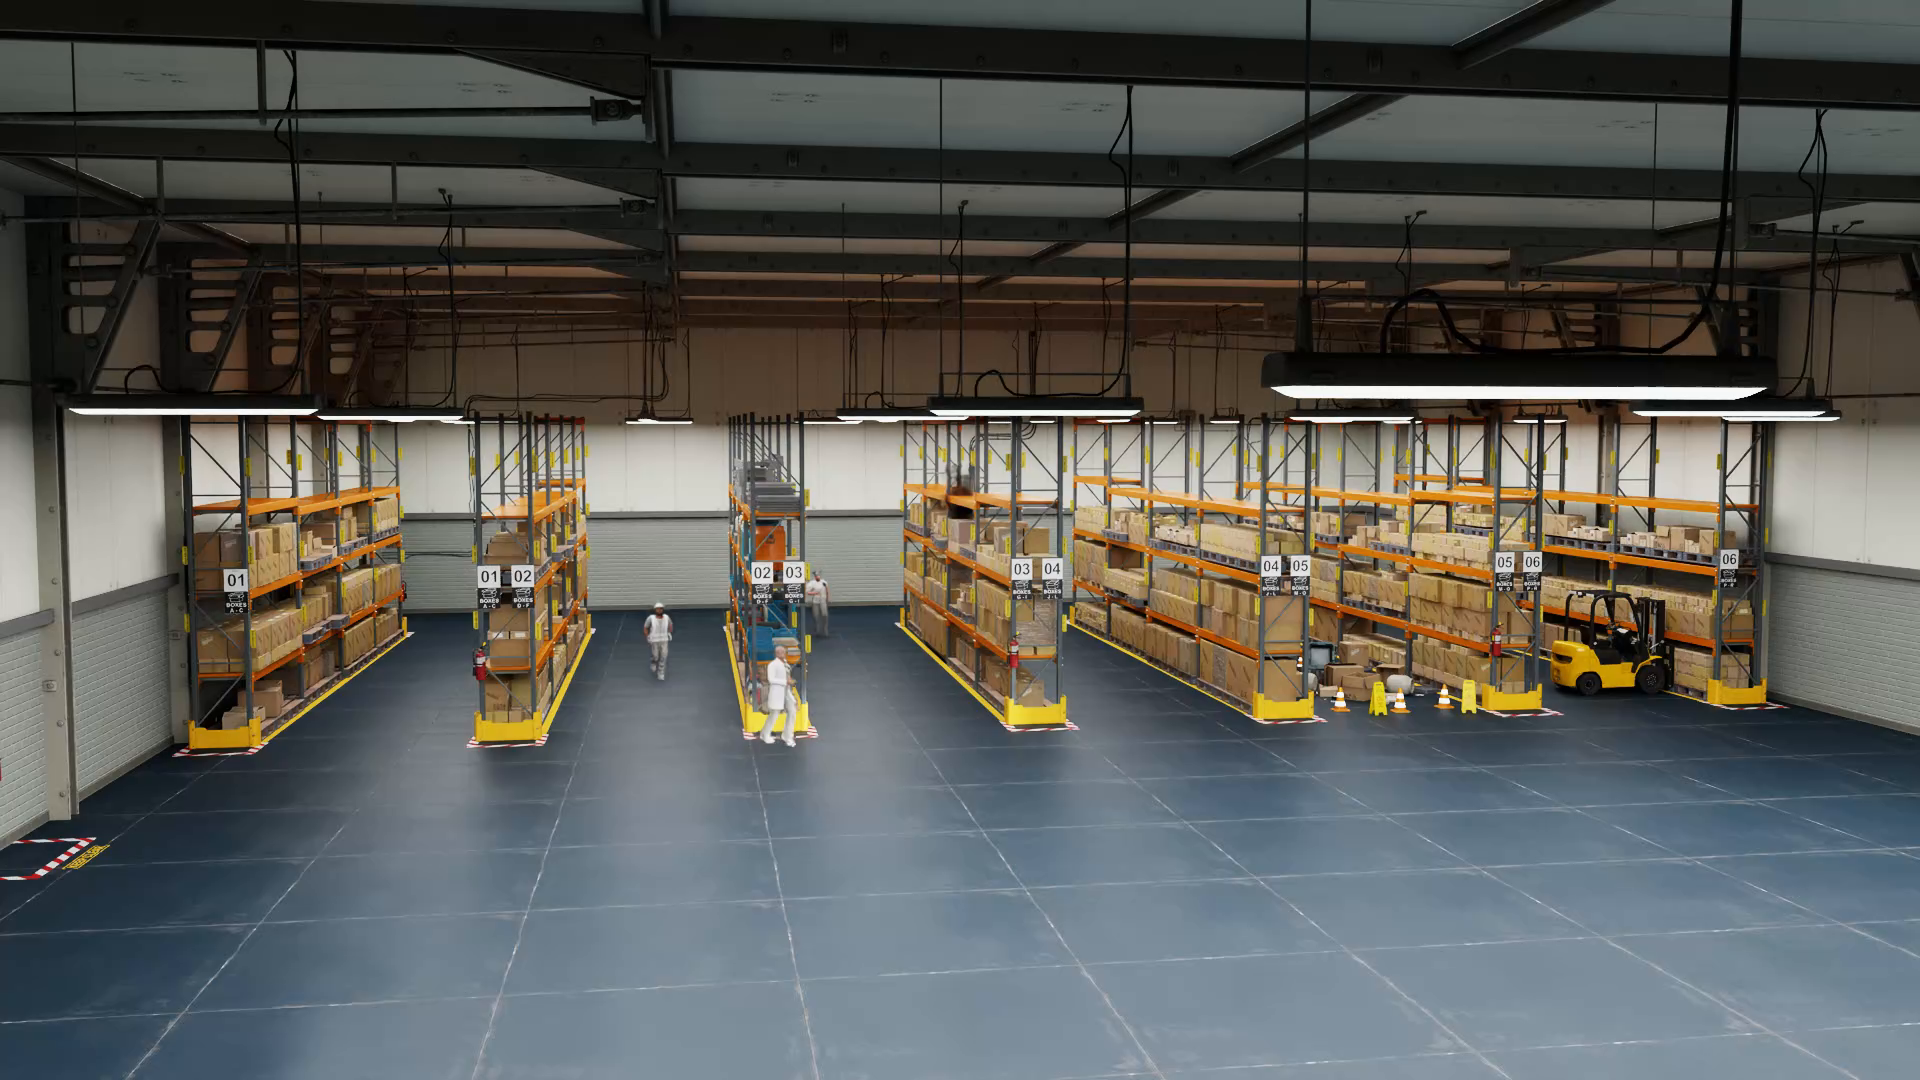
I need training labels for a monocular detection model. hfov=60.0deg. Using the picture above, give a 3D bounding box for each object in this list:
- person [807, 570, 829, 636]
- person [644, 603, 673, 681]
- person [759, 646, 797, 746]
[{"bbox_3d":[-3.916,1.735,45.741,0.629,1.850,0.689,-1,4,-15],"label":"person"},{"bbox_3d":[-6.828,2.298,37.748,0.681,1.750,0.731,-2,4,-22],"label":"person"},{"bbox_3d":[-3.222,2.823,29.863,0.811,1.866,0.741,2,5,31],"label":"person"}]
